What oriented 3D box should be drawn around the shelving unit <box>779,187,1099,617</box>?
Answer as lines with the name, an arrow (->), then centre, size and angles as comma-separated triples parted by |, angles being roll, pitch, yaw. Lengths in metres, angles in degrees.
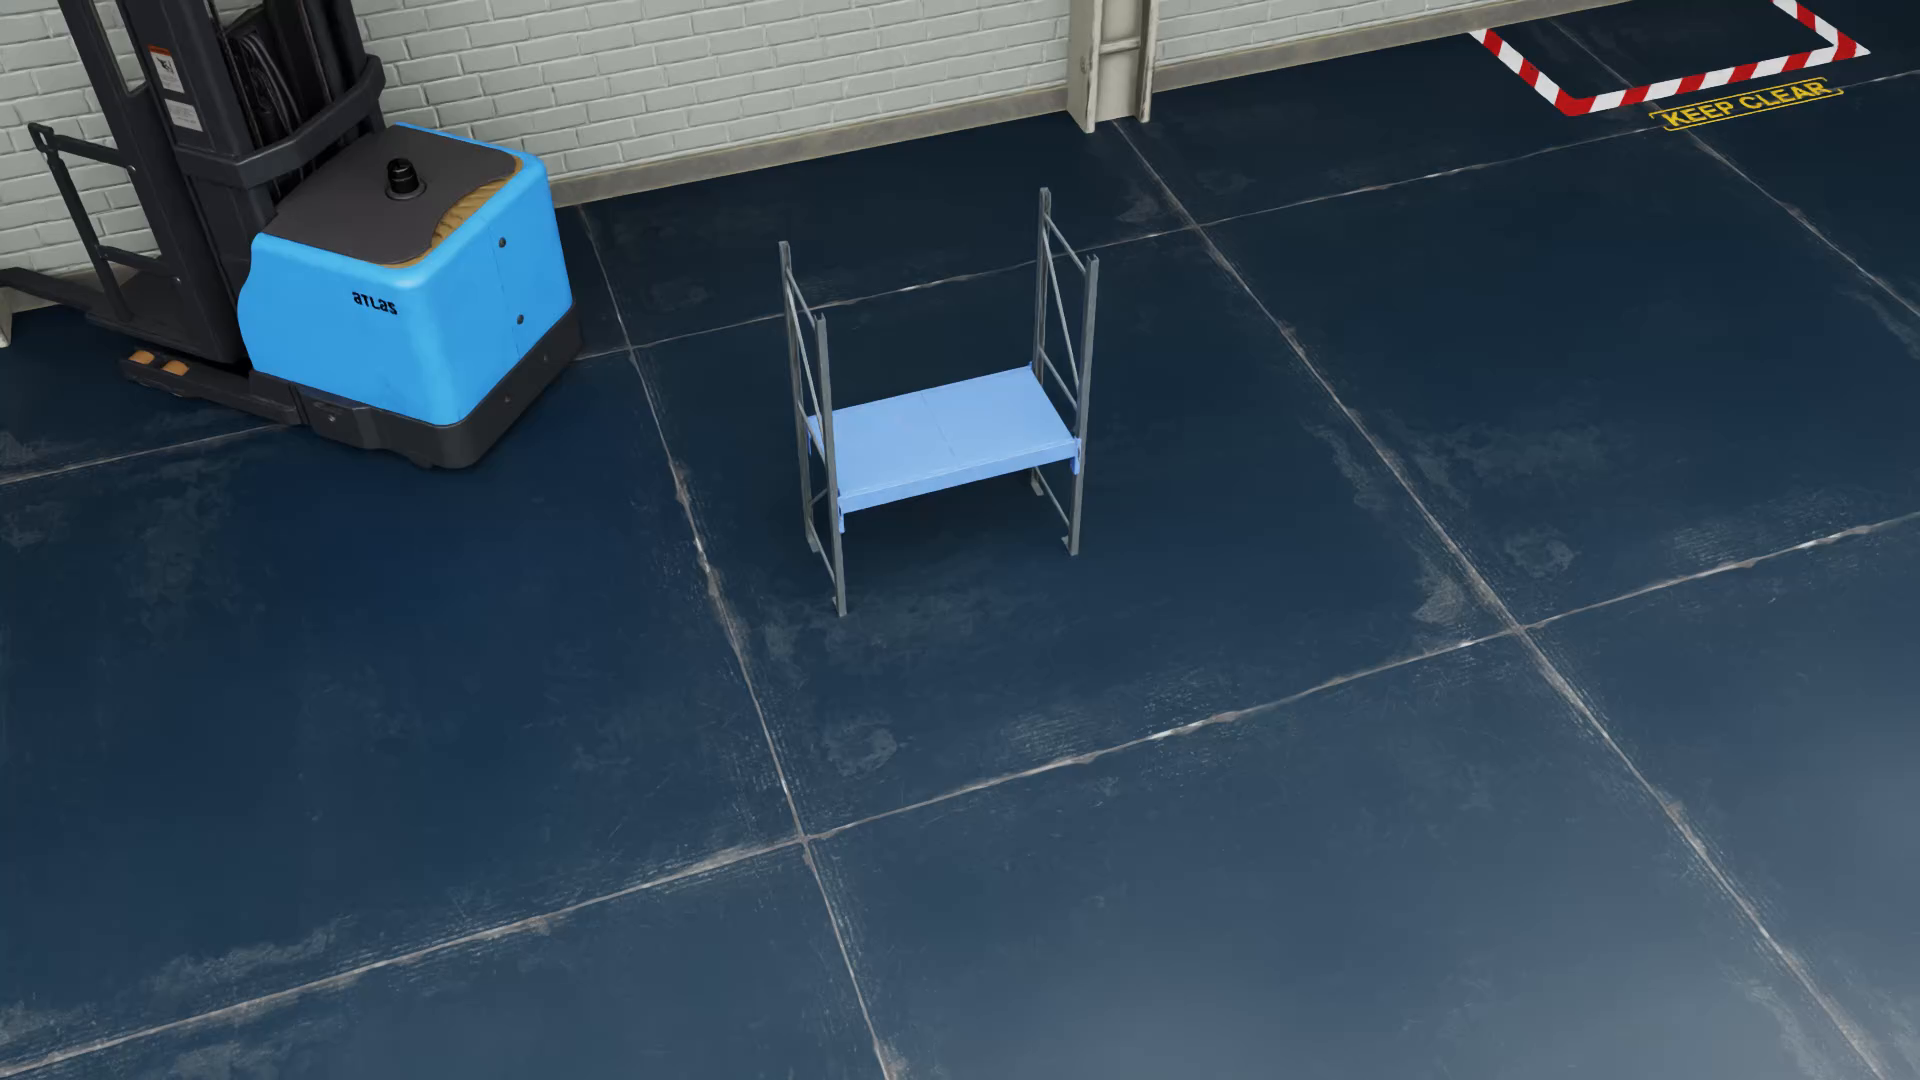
shelving unit -> -0.080, -0.509, 6.508 | 1.048, 1.500, 0.538 | -14, 47, -14

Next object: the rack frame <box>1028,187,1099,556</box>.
rack frame -> 0.398, -0.631, 6.629 | 0.032, 1.500, 0.500 | -14, 47, -14

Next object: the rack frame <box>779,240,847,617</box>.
rack frame -> -0.558, -0.387, 6.386 | 0.032, 1.500, 0.500 | -14, 47, -14

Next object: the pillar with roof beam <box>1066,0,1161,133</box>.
pillar with roof beam -> 2.301, -2.740, 3.437 | 0.400, 9.000, 9.100 | -14, 47, -14

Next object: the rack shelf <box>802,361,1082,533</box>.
rack shelf -> -0.080, -0.382, 6.635 | 1.000, 0.185, 0.538 | -14, 47, -14

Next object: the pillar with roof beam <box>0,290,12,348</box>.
pillar with roof beam -> -3.343, -1.297, 1.999 | 0.400, 9.000, 9.100 | -14, 47, -14

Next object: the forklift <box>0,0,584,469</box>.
forklift -> -3.349, -2.028, 7.011 | 3.031, 2.935, 1.130 | 17, 47, 16
